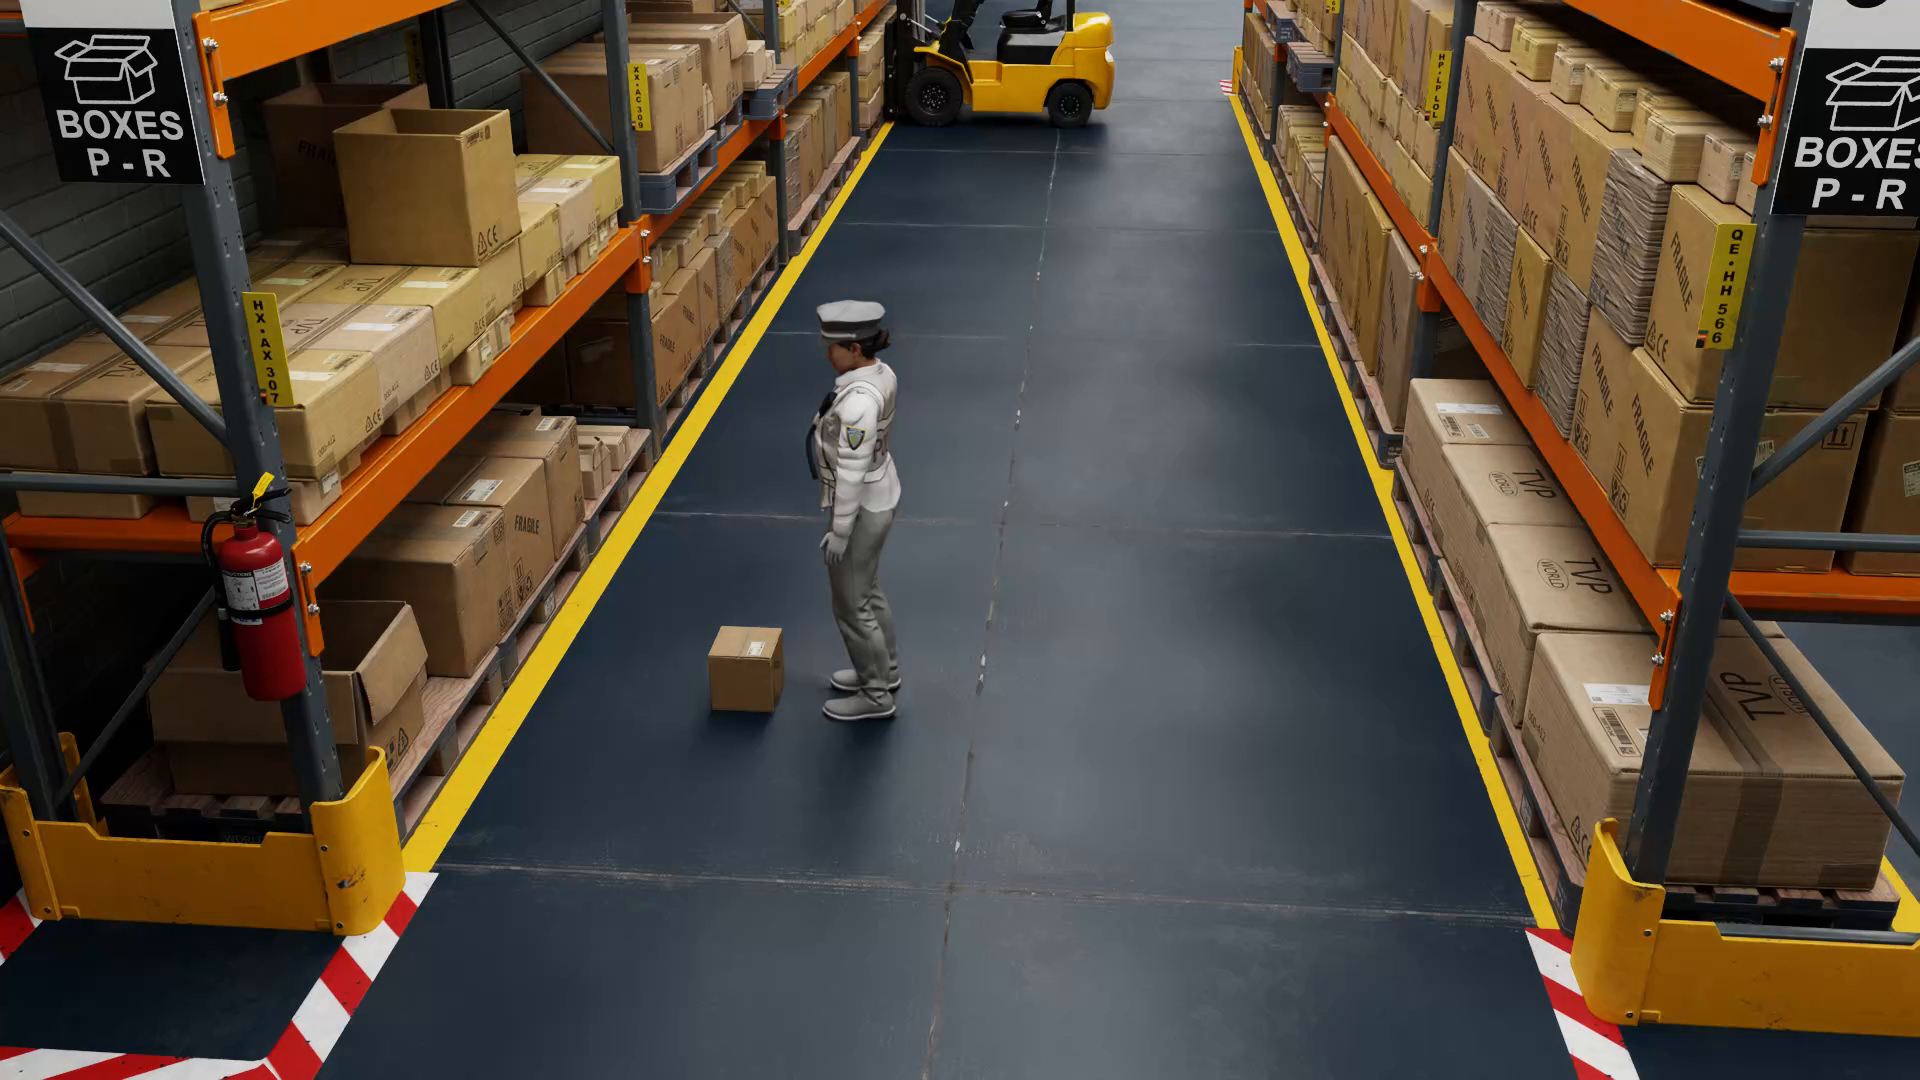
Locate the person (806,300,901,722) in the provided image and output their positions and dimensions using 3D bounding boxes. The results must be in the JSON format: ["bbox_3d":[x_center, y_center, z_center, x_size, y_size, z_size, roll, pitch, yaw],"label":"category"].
[{"bbox_3d":[-0.392,-0.097,6.322,0.328,1.661,0.470,2,25,5],"label":"person"}]
